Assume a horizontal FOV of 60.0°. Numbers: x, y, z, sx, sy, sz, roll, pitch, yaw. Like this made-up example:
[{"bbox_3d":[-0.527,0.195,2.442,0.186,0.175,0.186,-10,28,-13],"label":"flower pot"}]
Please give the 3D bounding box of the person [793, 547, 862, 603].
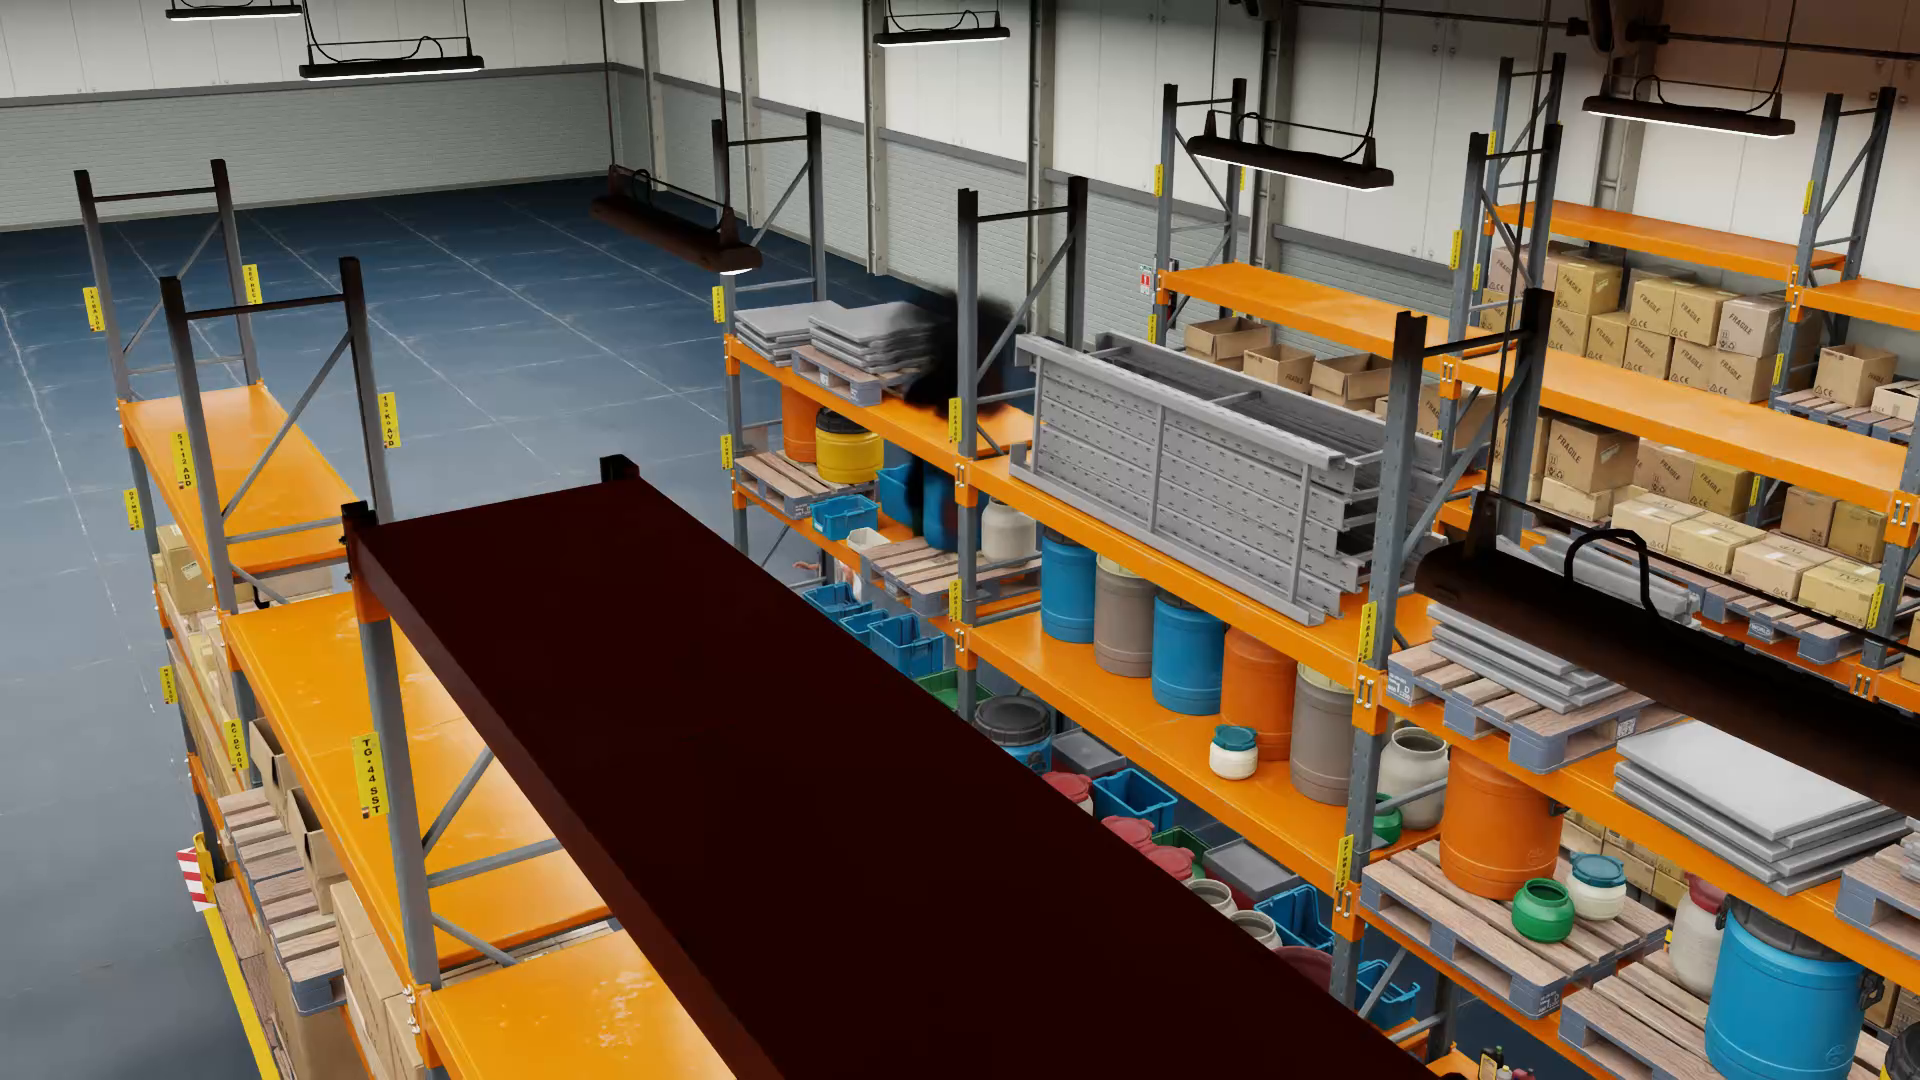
[{"bbox_3d":[-1.279,0.608,17.563,1.052,1.809,0.610,4,22,10],"label":"person"}]
